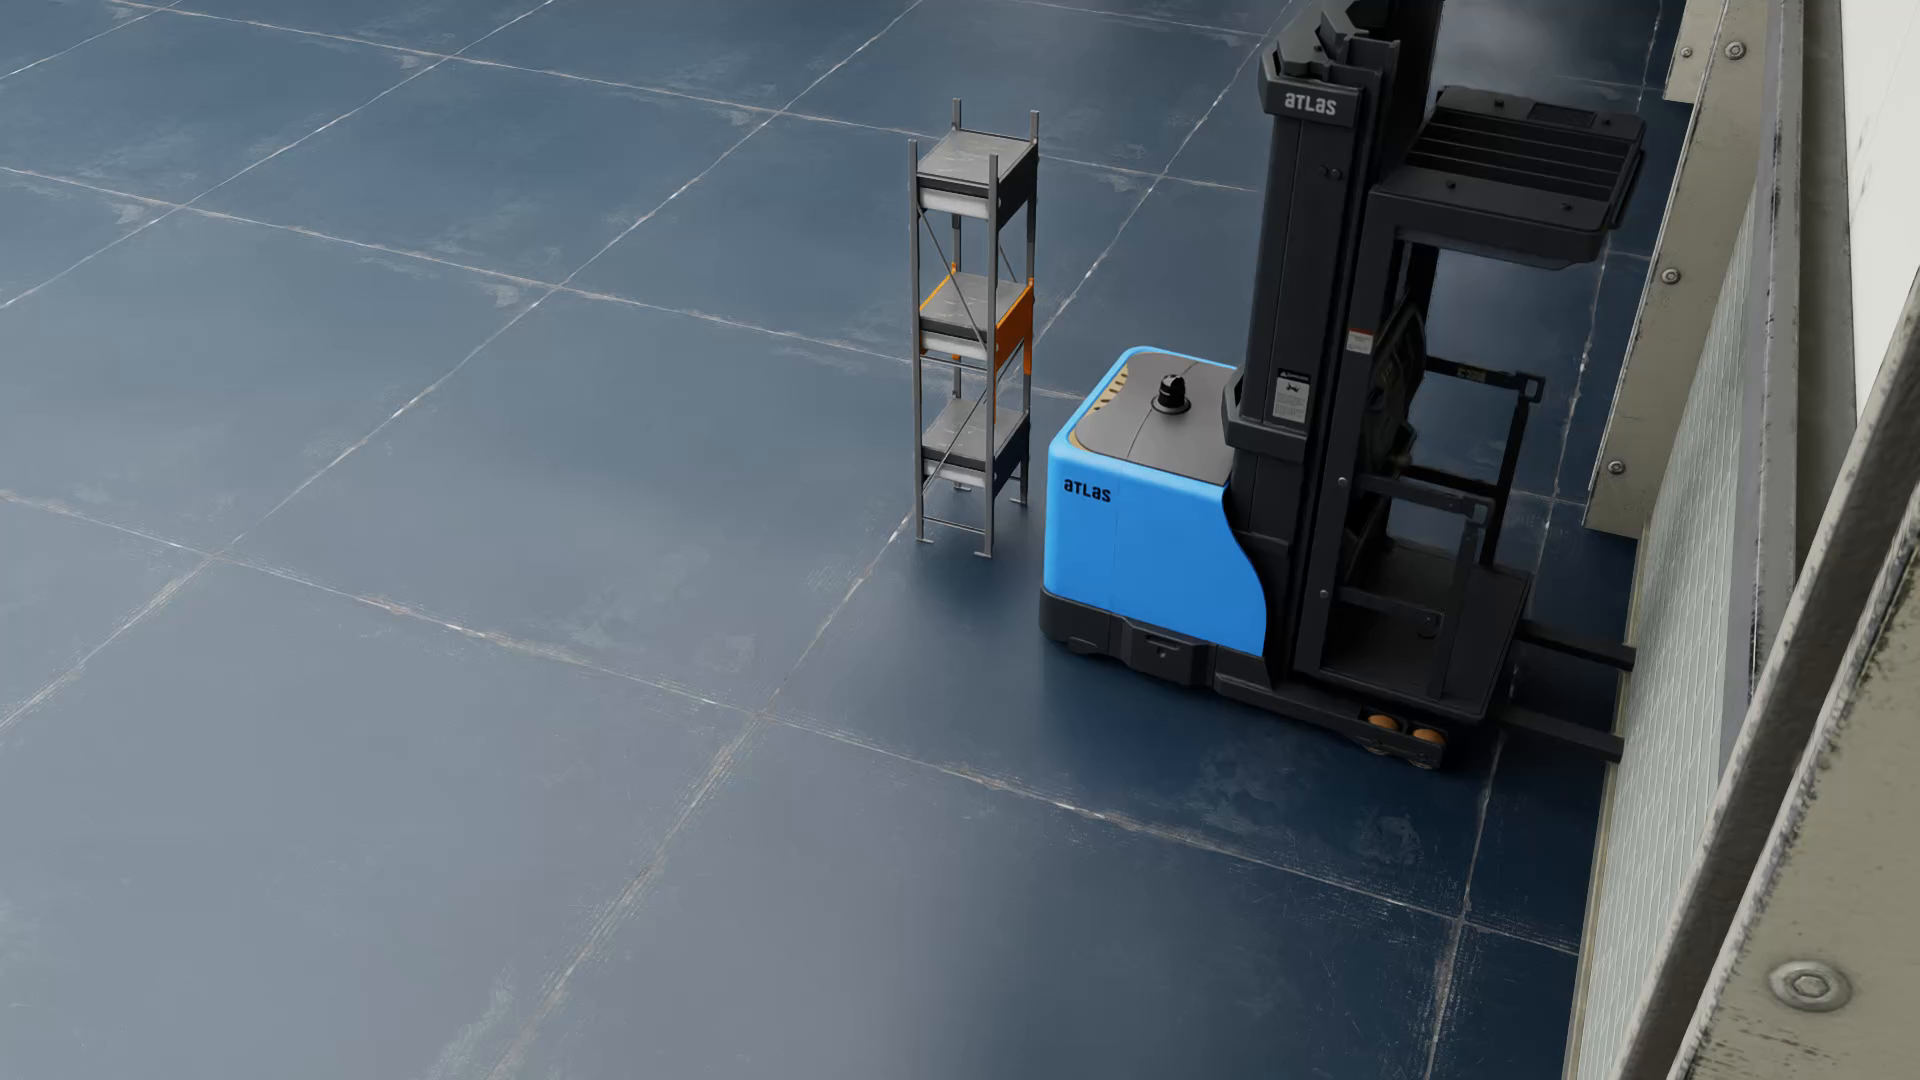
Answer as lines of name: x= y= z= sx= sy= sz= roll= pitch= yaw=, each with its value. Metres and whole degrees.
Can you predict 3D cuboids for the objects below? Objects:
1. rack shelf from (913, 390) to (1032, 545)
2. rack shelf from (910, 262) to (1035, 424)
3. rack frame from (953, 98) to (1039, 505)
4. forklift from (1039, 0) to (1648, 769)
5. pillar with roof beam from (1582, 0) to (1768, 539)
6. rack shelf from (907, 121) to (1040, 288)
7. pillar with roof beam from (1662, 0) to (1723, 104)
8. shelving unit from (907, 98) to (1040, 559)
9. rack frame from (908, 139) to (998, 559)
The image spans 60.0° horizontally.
rack shelf: x=0.063 y=-0.361 z=8.171 sx=0.431 sy=0.518 sz=0.480 roll=14 pitch=39 yaw=18
rack shelf: x=0.063 y=-0.922 z=7.752 sx=0.431 sy=0.518 sz=0.480 roll=14 pitch=39 yaw=18
rack frame: x=0.156 y=-1.068 z=7.925 sx=0.400 sy=2.100 sz=0.015 roll=14 pitch=39 yaw=18
forklift: x=1.915 y=-0.581 z=6.579 sx=3.031 sy=2.935 sz=1.130 roll=16 pitch=40 yaw=21
pillar with roof beam: x=-0.646 y=-4.727 z=7.058 sx=9.100 sy=9.000 sz=0.400 roll=14 pitch=39 yaw=18
rack shelf: x=0.063 y=-1.482 z=7.333 sx=0.431 sy=0.518 sz=0.480 roll=14 pitch=39 yaw=18
pillar with roof beam: x=1.637 y=-8.049 z=11.502 sx=9.100 sy=9.000 sz=0.400 roll=14 pitch=39 yaw=18
shelving unit: x=0.063 y=-0.933 z=7.744 sx=0.431 sy=2.100 sz=0.503 roll=14 pitch=39 yaw=18
rack frame: x=-0.030 y=-0.798 z=7.563 sx=0.400 sy=2.100 sz=0.015 roll=14 pitch=39 yaw=18
